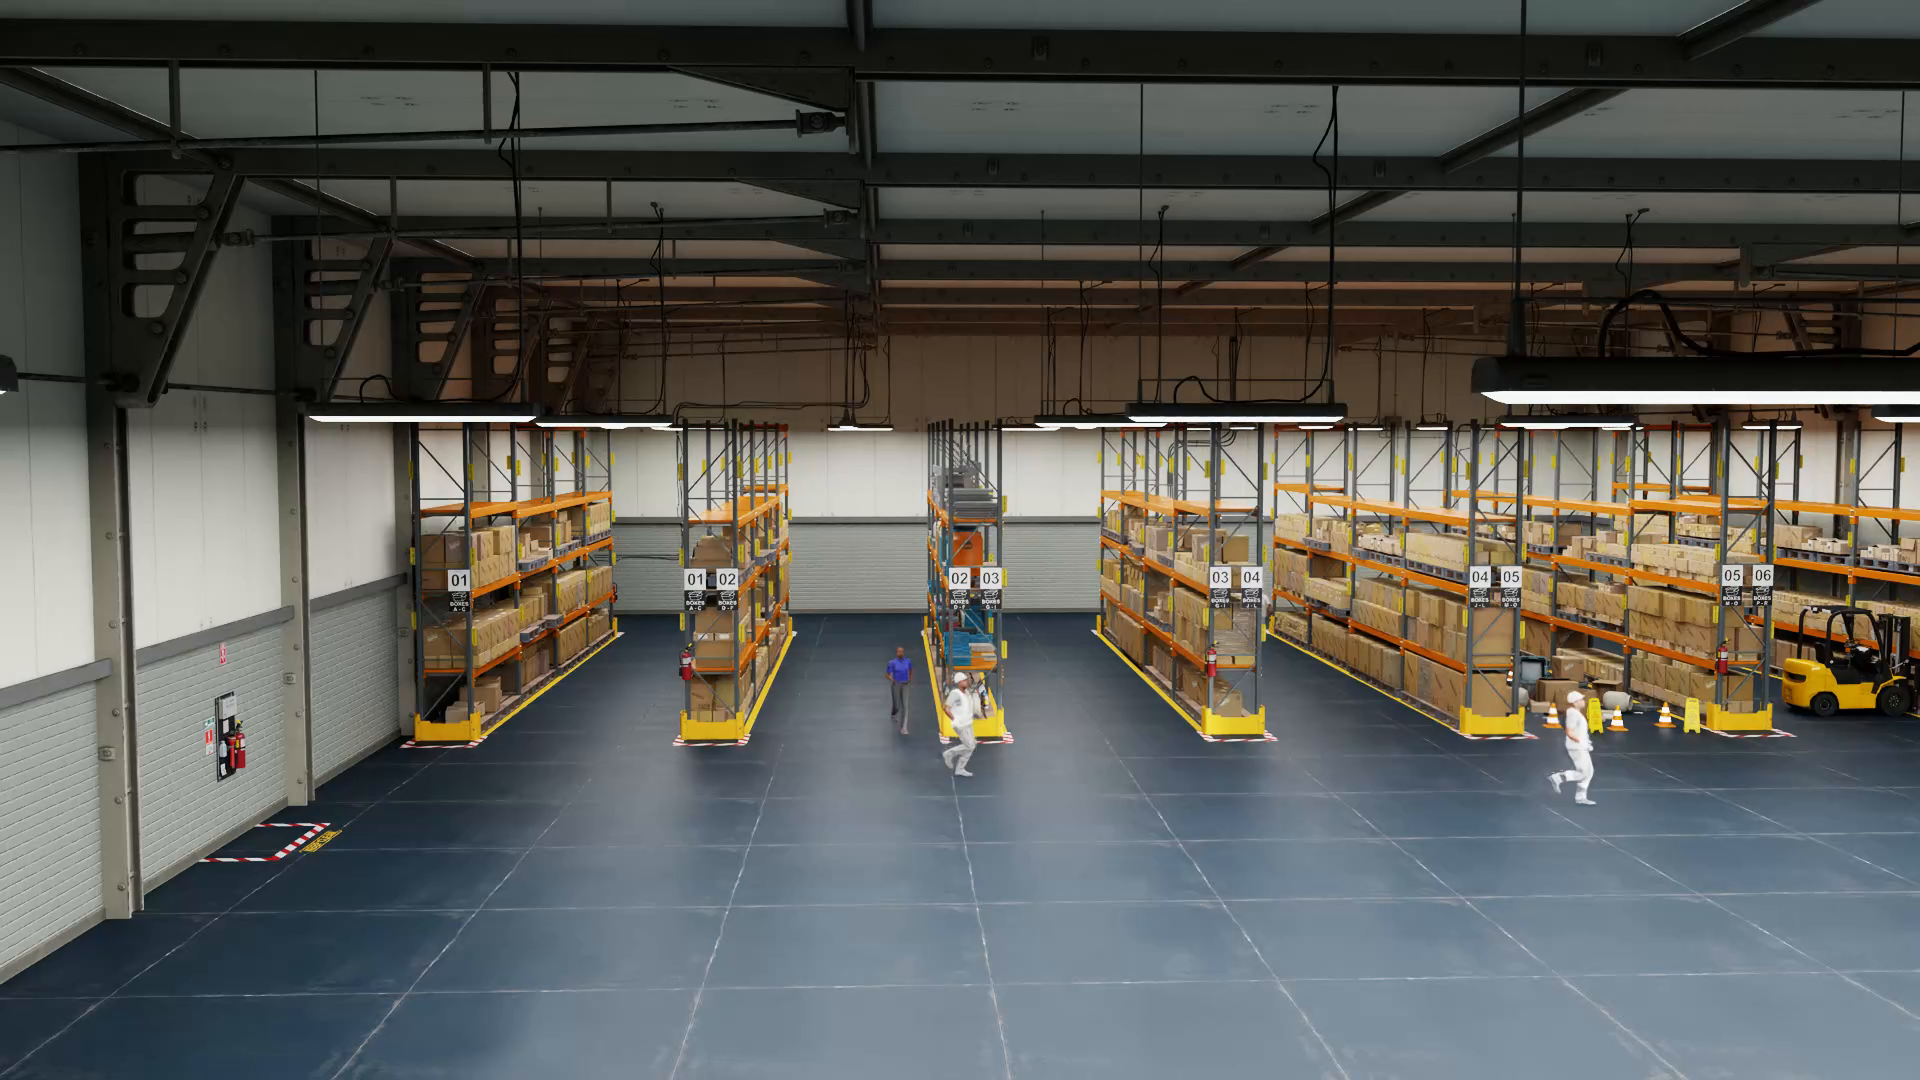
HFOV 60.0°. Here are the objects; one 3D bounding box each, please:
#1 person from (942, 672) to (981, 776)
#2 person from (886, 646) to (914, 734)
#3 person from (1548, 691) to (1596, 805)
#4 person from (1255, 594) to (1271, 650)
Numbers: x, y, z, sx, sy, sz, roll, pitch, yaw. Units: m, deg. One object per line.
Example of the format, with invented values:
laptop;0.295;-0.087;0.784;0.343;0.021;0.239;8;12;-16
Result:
person;0.025;3.081;27.790;0.600;1.737;0.686;1;4;22
person;-1.146;2.862;32.035;0.579;1.659;0.859;-1;4;-13
person;9.479;3.207;25.705;0.704;1.749;0.656;2;4;23
person;7.891;2.048;44.006;0.706;1.724;0.523;0;4;3
